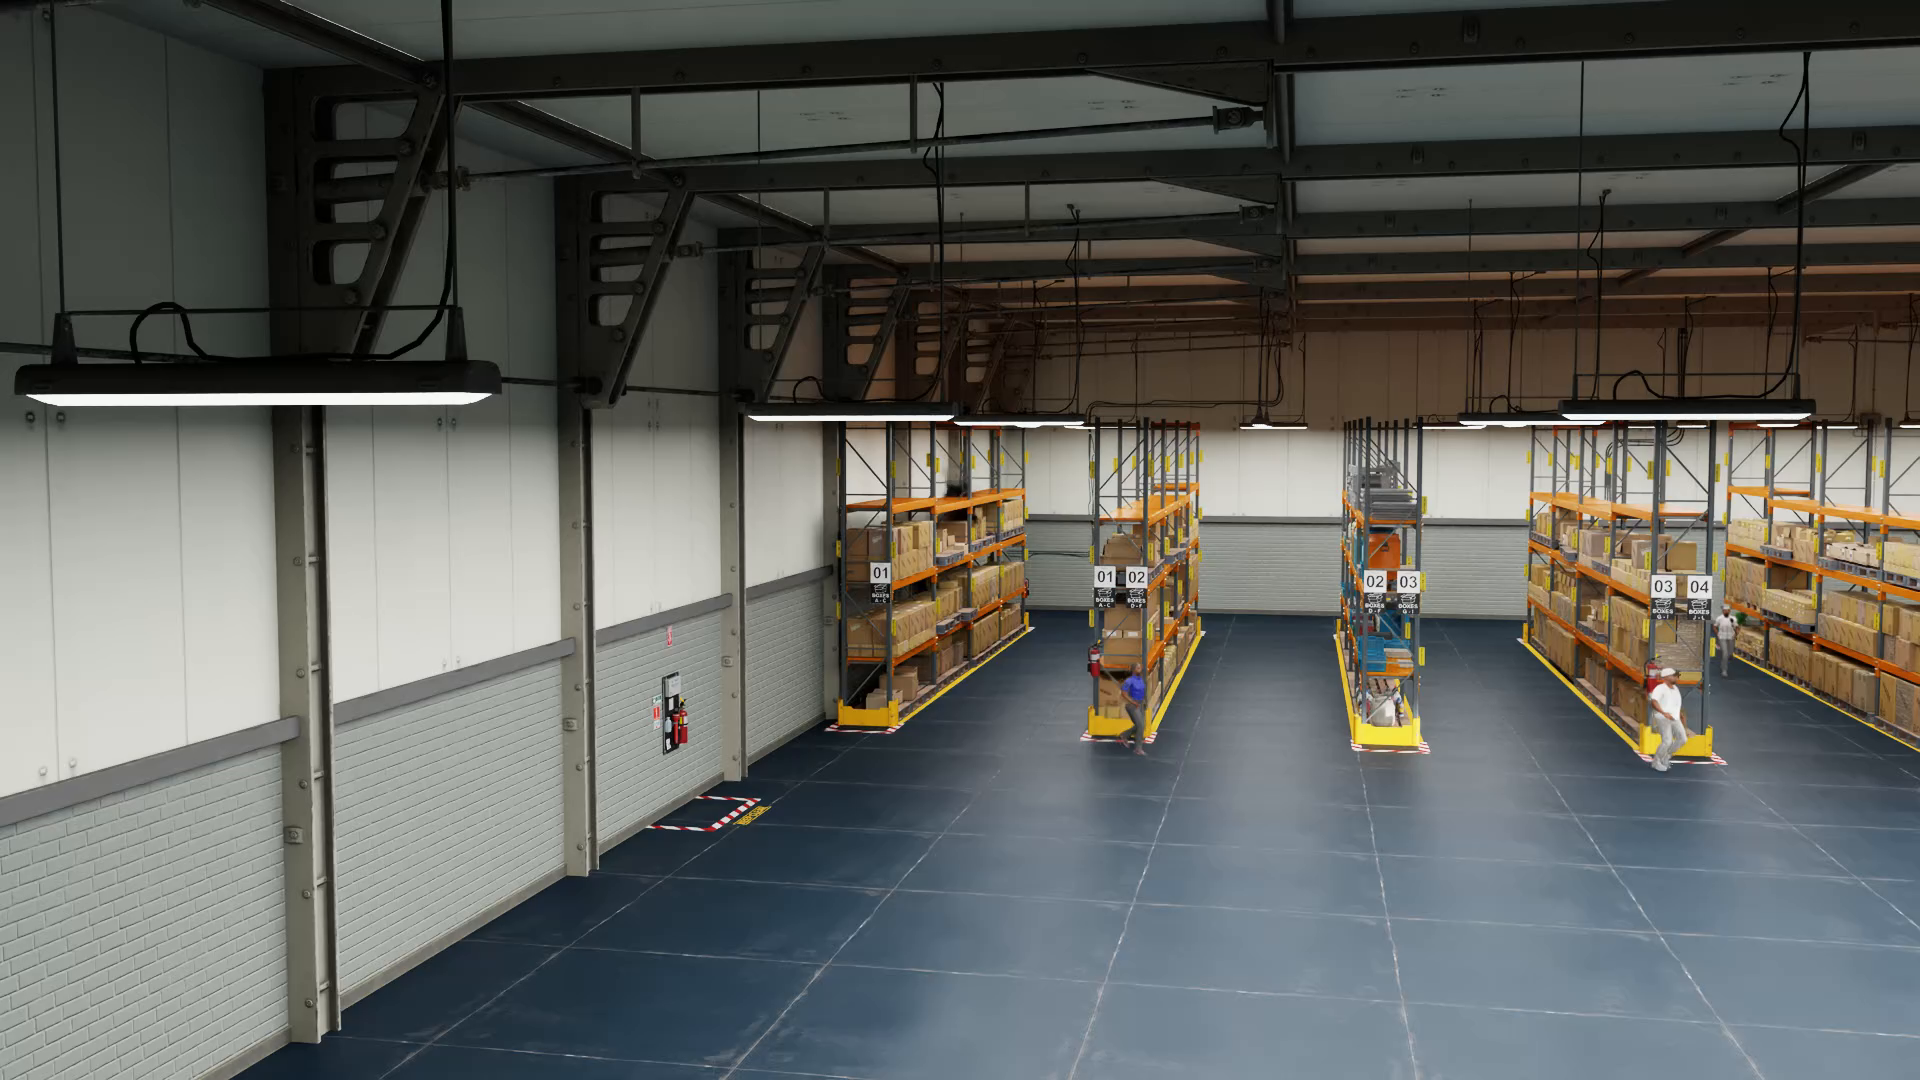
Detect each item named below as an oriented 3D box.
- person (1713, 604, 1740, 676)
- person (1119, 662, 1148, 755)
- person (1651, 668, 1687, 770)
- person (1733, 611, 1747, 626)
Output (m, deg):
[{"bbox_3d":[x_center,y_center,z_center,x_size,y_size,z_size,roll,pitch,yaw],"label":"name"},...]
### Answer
[{"bbox_3d":[18.125,2.350,39.333,0.581,1.684,0.676,1,4,18],"label":"person"},{"bbox_3d":[3.084,3.002,29.677,0.624,1.647,0.610,3,5,36],"label":"person"},{"bbox_3d":[12.036,3.035,28.162,0.744,1.711,0.577,-2,4,-27],"label":"person"},{"bbox_3d":[21.297,1.917,45.295,0.606,1.727,0.664,1,4,18],"label":"person"}]
